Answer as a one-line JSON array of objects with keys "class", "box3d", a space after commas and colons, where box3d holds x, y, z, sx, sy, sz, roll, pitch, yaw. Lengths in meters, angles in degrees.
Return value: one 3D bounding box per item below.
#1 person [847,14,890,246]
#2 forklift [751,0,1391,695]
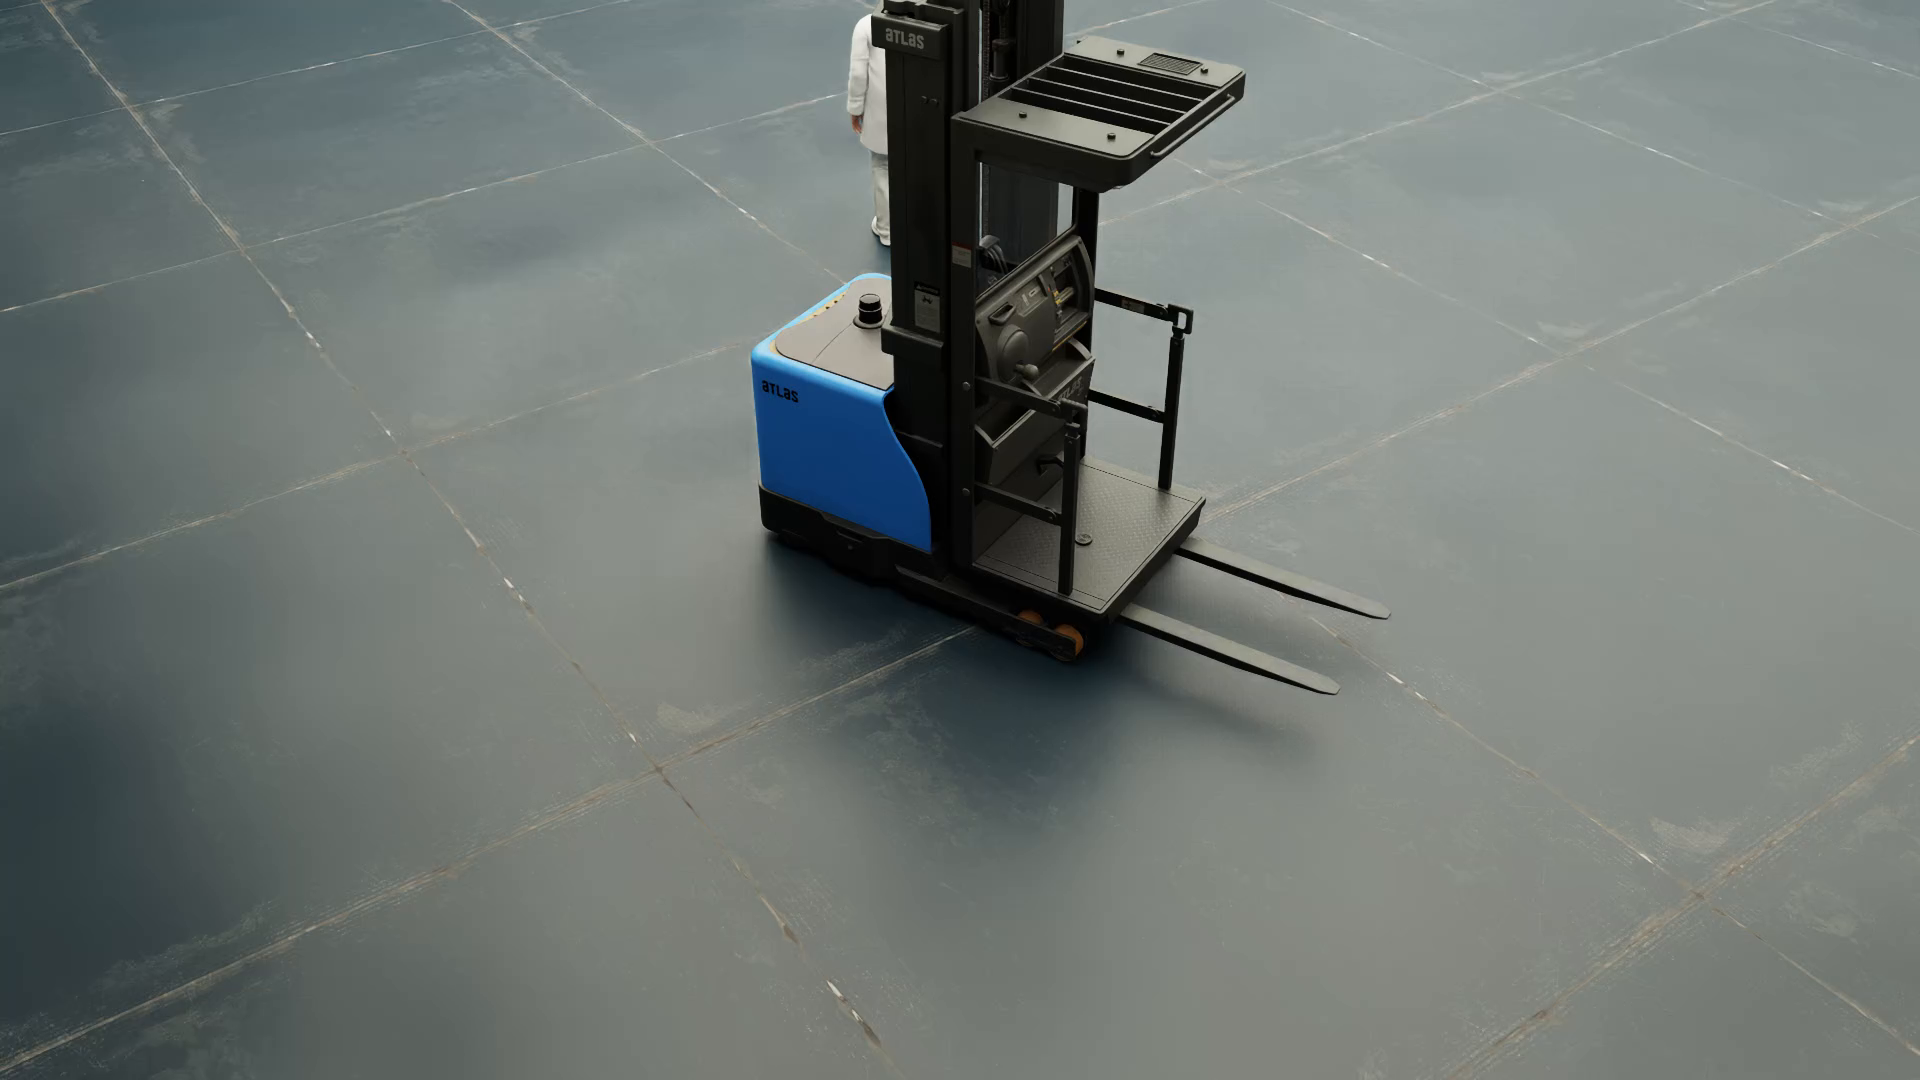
[{"class": "person", "box3d": [-0.398, -2.755, 10.644, 0.653, 1.774, 0.431, -5, 37, -6]}, {"class": "forklift", "box3d": [0.514, -0.985, 7.276, 3.031, 2.935, 1.130, 21, 41, 26]}]
